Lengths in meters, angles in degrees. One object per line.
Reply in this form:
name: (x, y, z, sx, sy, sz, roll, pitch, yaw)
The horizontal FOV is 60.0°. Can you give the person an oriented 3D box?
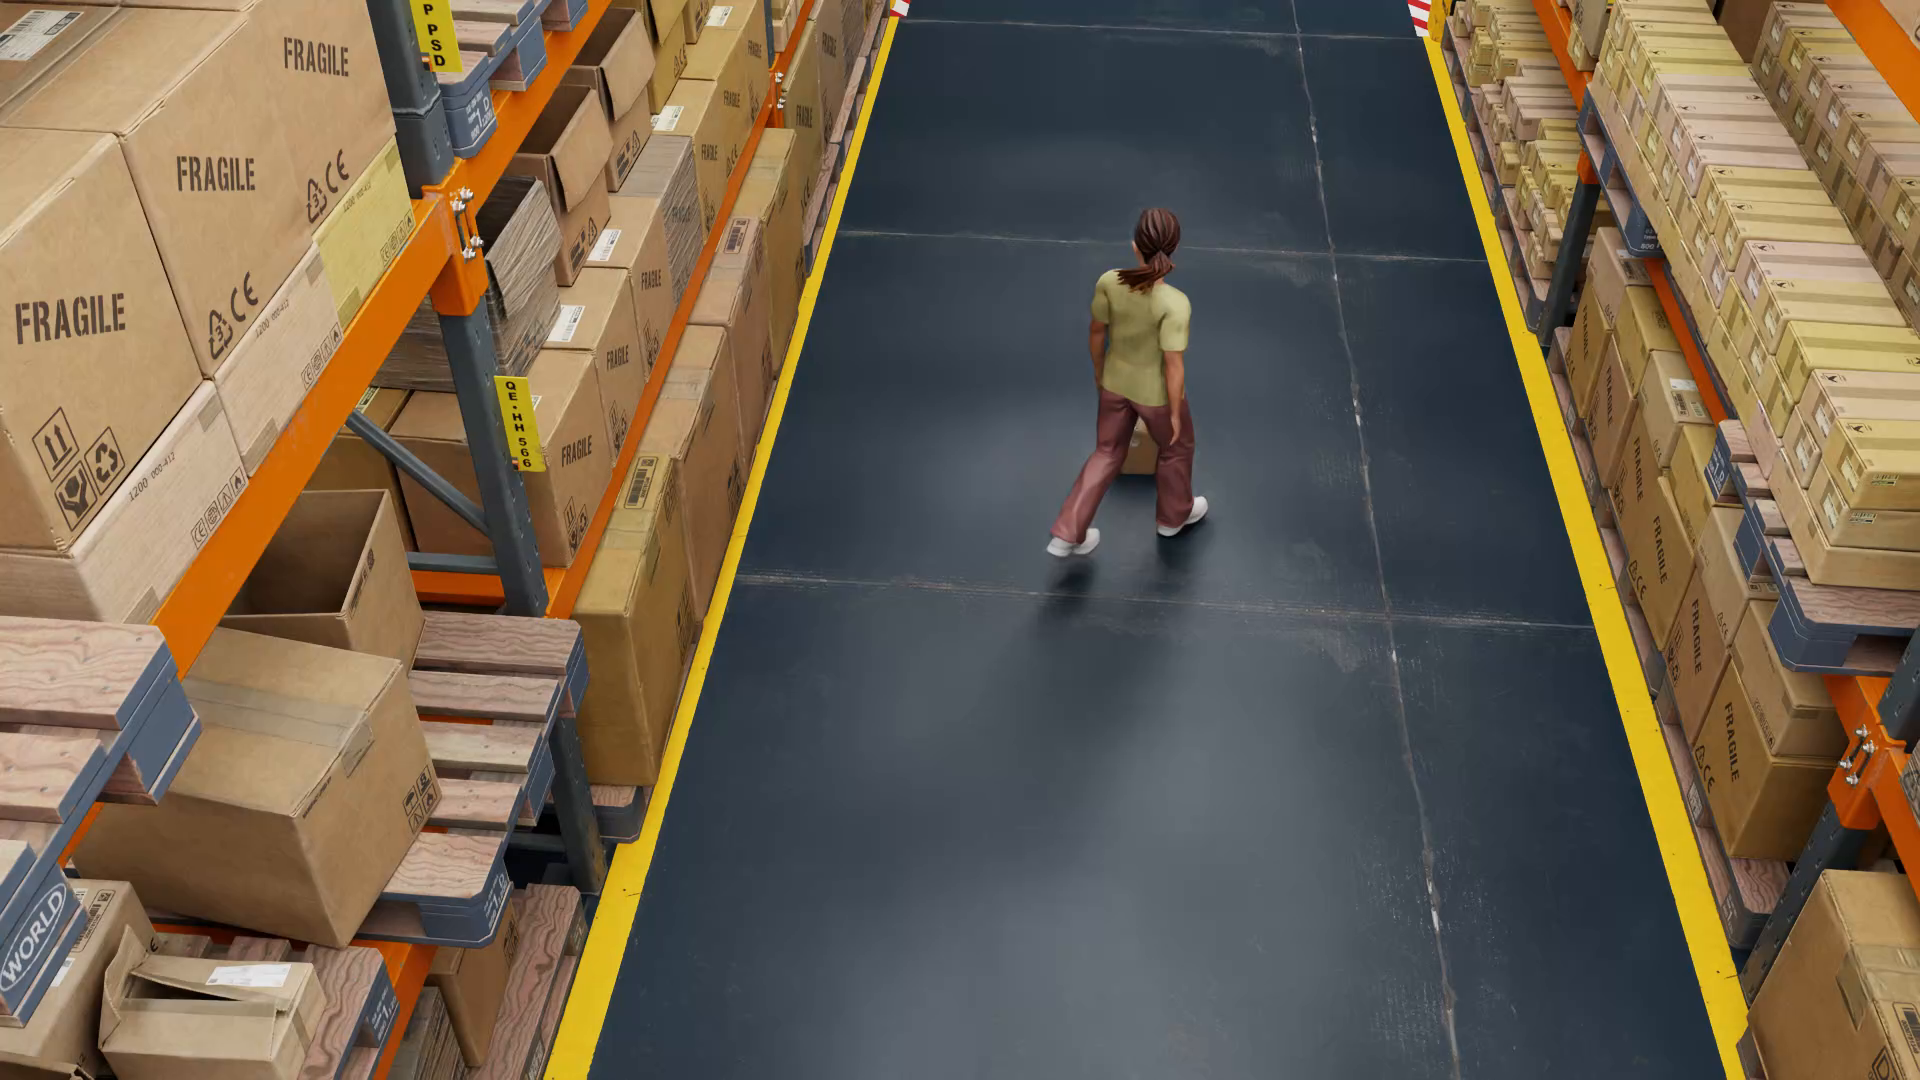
person: (0.744, -0.622, 6.891, 0.474, 1.650, 0.856, 26, 47, 27)
